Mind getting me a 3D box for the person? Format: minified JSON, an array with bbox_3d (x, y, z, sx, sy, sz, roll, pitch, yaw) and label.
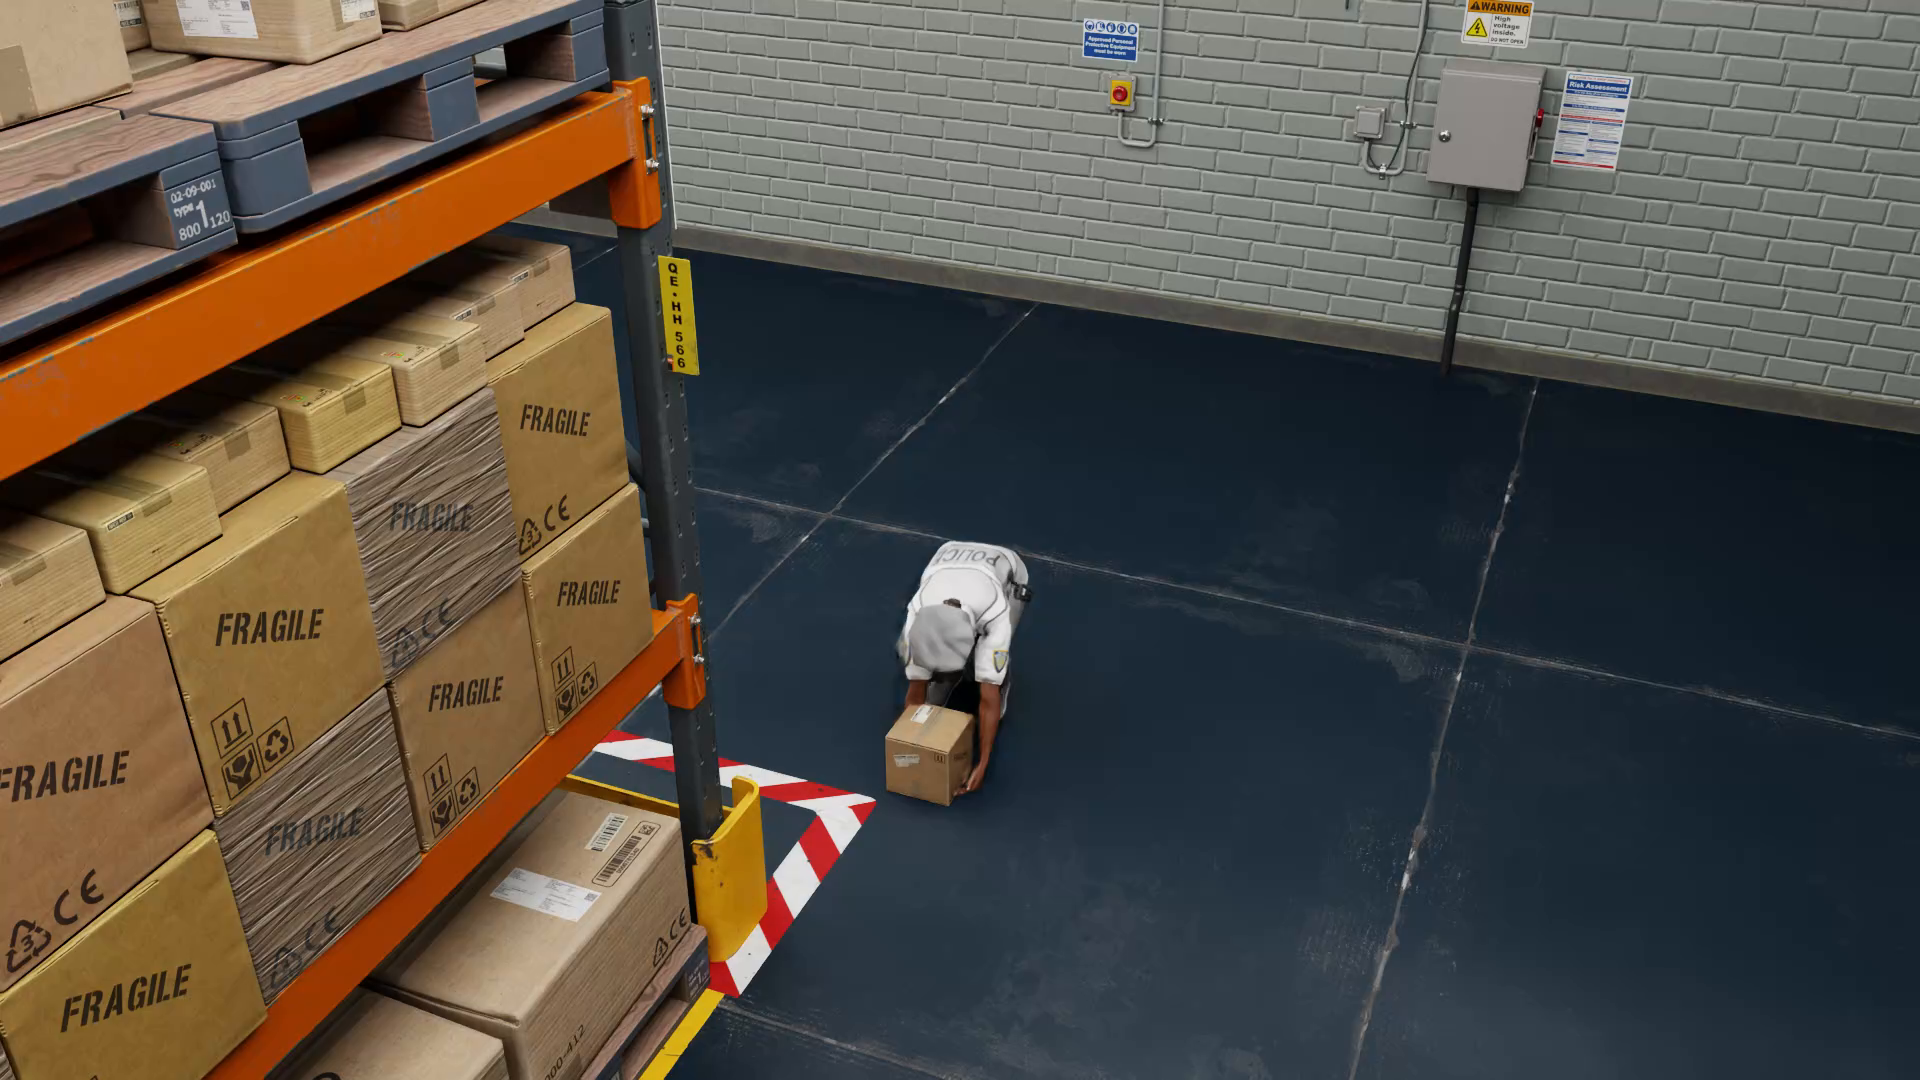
[{"bbox_3d":[0.003,0.421,6.379,0.493,0.771,0.950,11,32,18],"label":"person"}]
